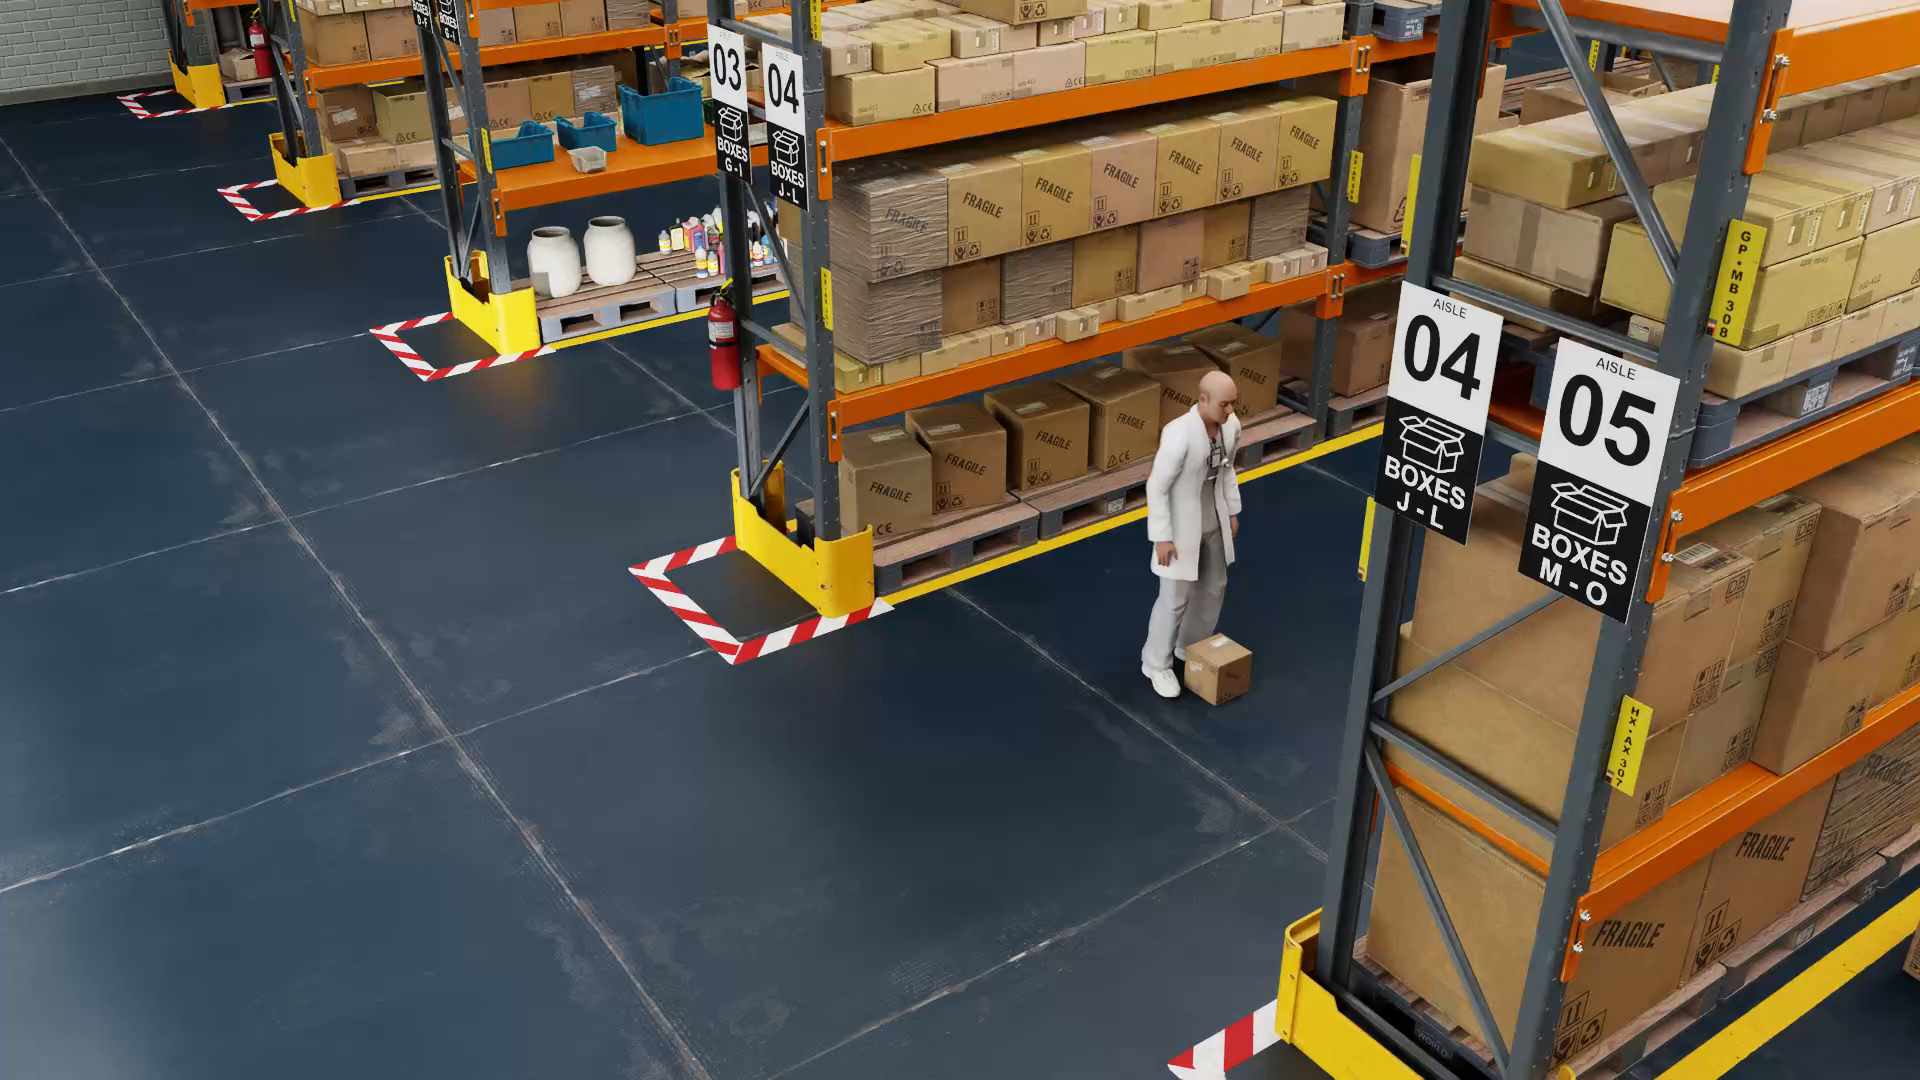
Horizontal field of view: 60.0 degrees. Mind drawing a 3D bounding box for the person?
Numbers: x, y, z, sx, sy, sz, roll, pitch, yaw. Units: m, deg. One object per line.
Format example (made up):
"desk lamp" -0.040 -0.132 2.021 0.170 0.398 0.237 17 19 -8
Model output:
"person" 1.244 -0.067 8.766 0.644 1.772 0.429 -20 34 -33
